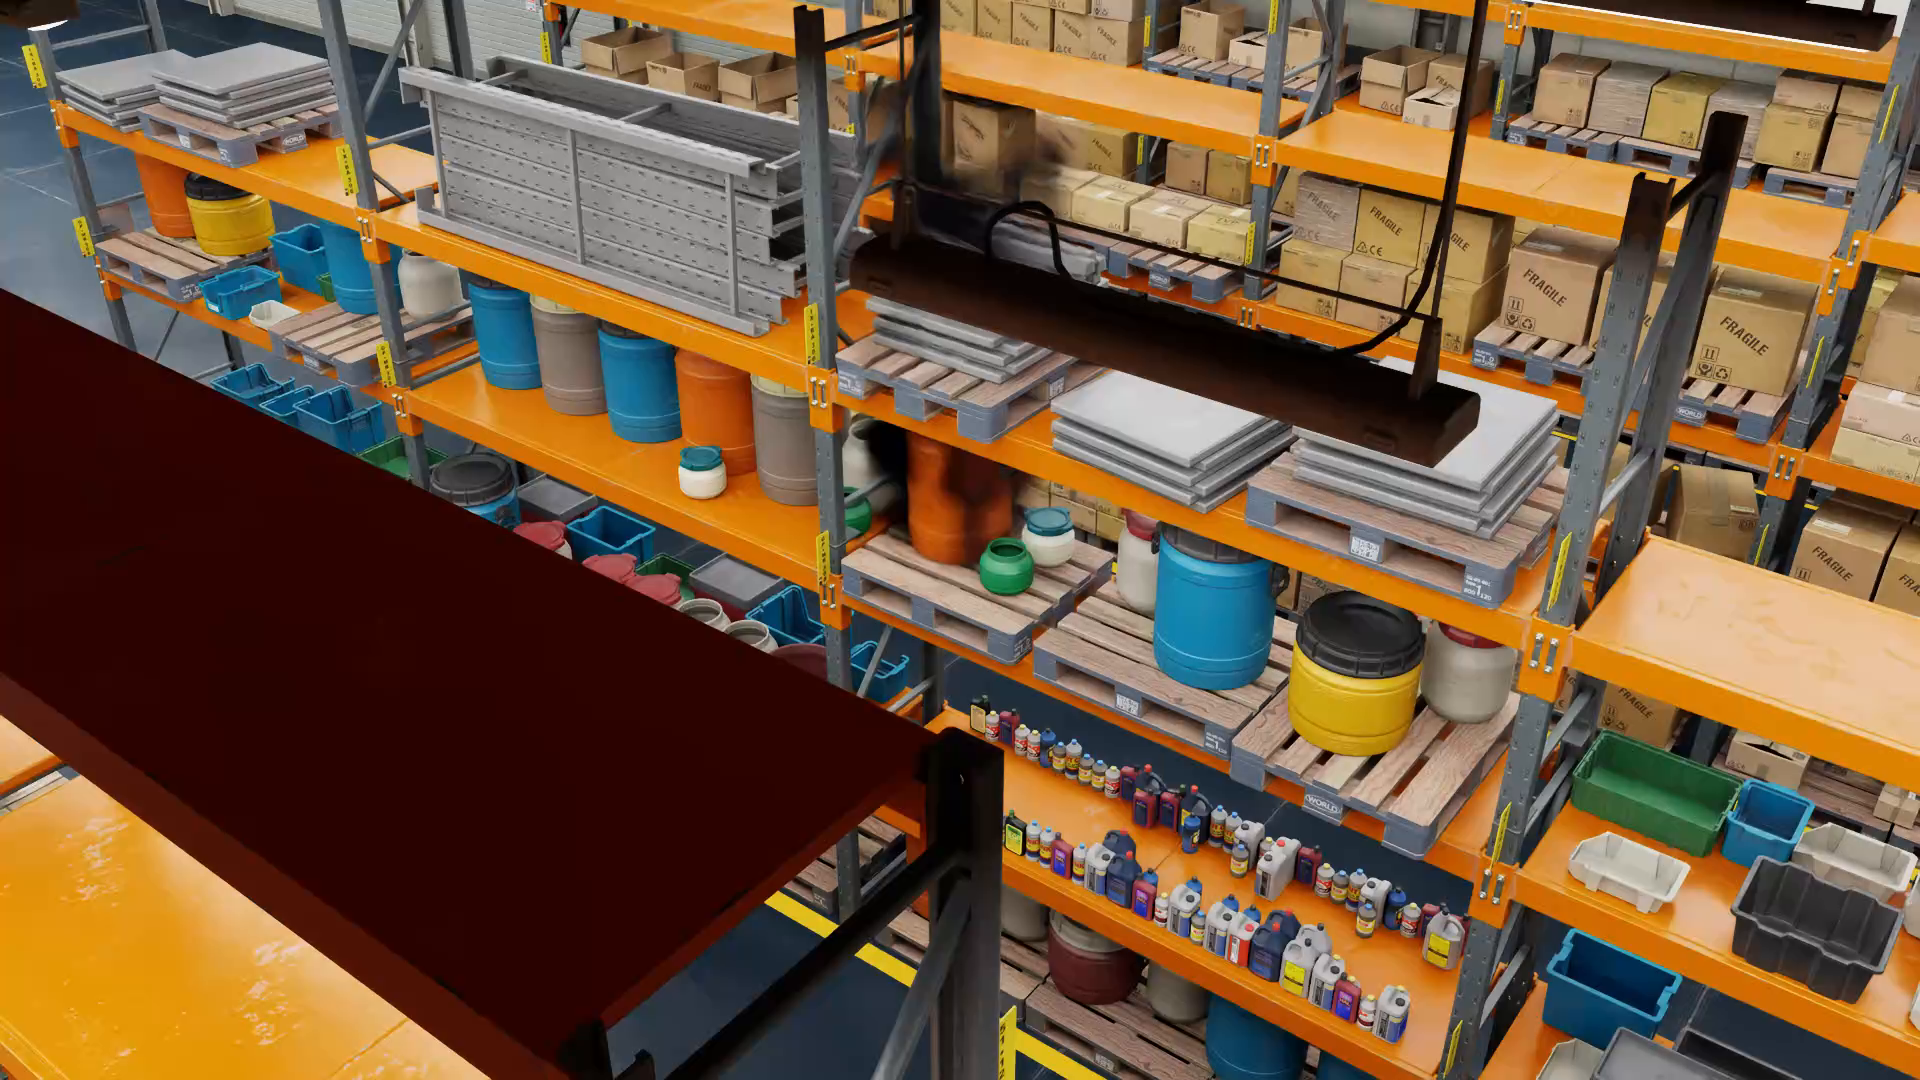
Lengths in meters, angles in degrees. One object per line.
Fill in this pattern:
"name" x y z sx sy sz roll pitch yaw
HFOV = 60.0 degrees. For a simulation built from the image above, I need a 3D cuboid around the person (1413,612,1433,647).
"person" 2.819 1.049 11.334 0.742 1.894 0.643 12 33 18
